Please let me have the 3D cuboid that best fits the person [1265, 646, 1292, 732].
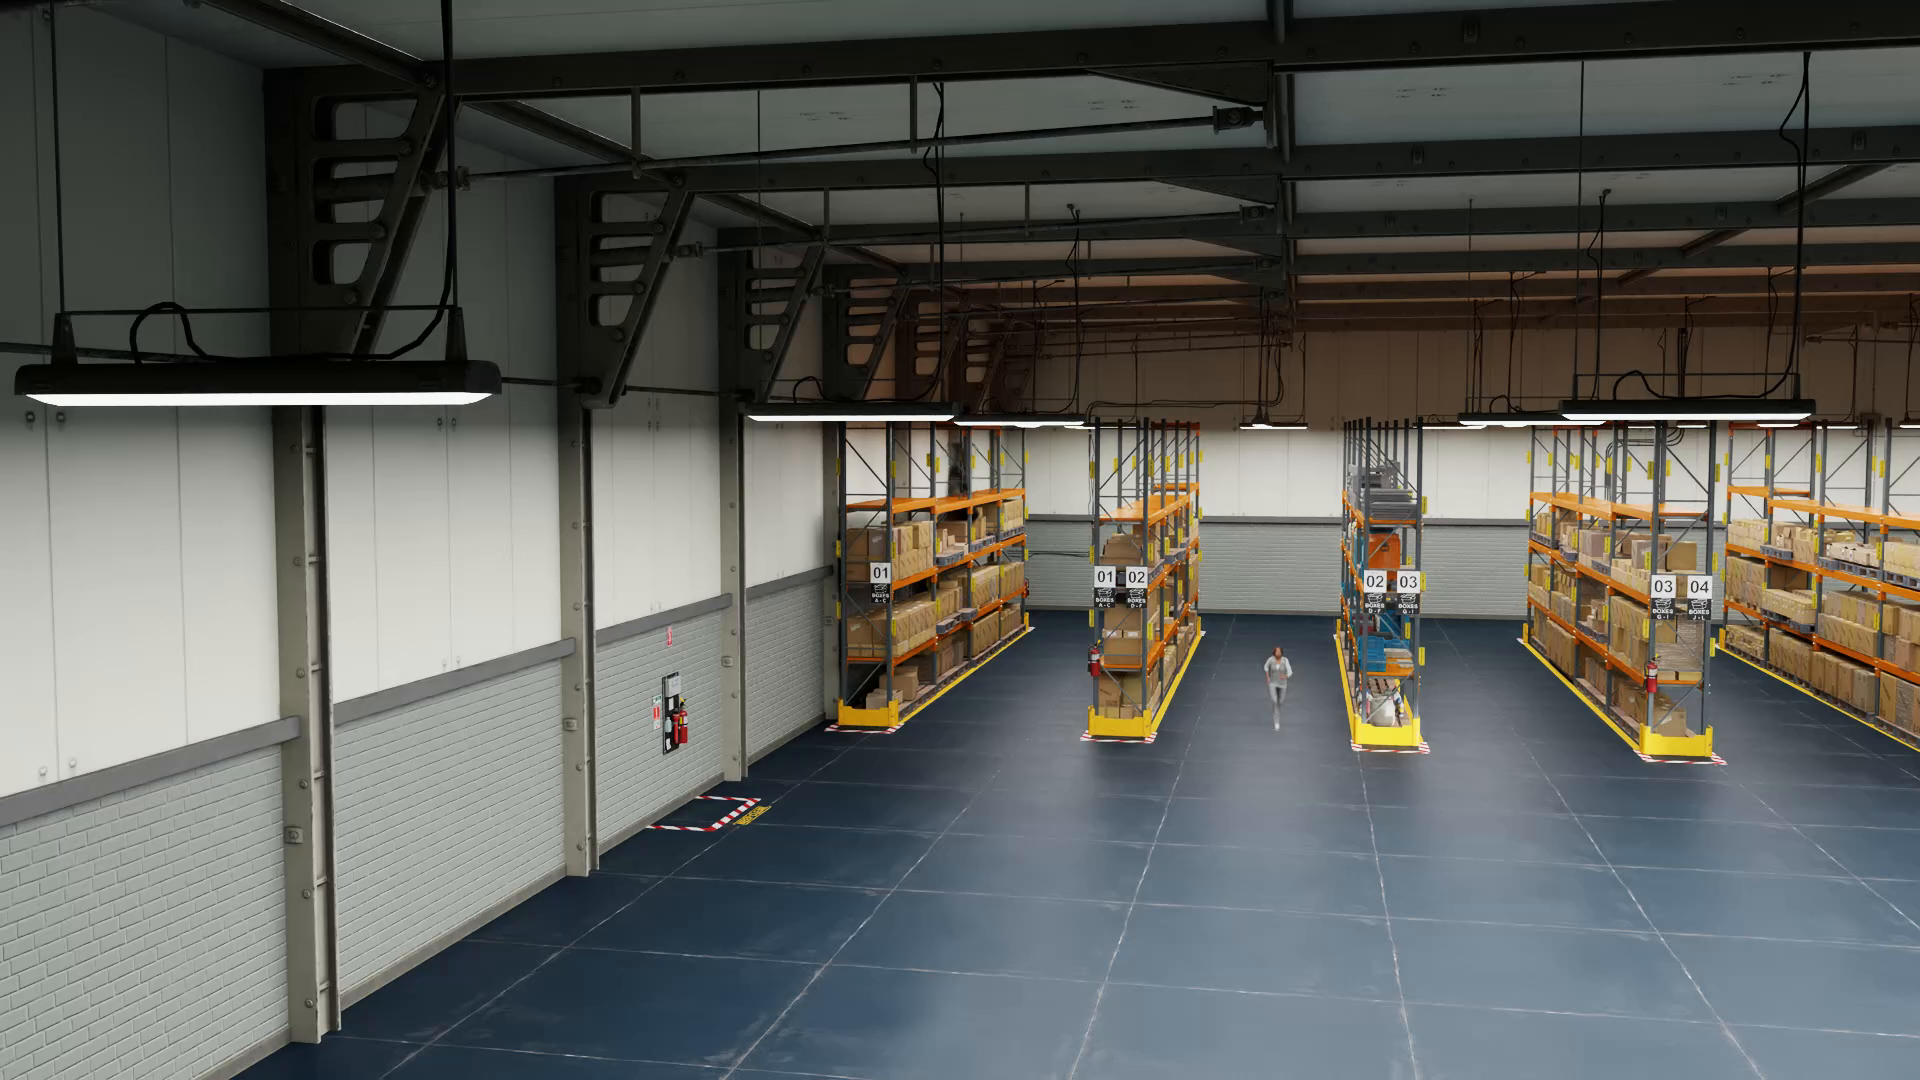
[{"bbox_3d":[6.166,2.856,32.216,0.495,1.601,1.017,0,4,2],"label":"person"}]
